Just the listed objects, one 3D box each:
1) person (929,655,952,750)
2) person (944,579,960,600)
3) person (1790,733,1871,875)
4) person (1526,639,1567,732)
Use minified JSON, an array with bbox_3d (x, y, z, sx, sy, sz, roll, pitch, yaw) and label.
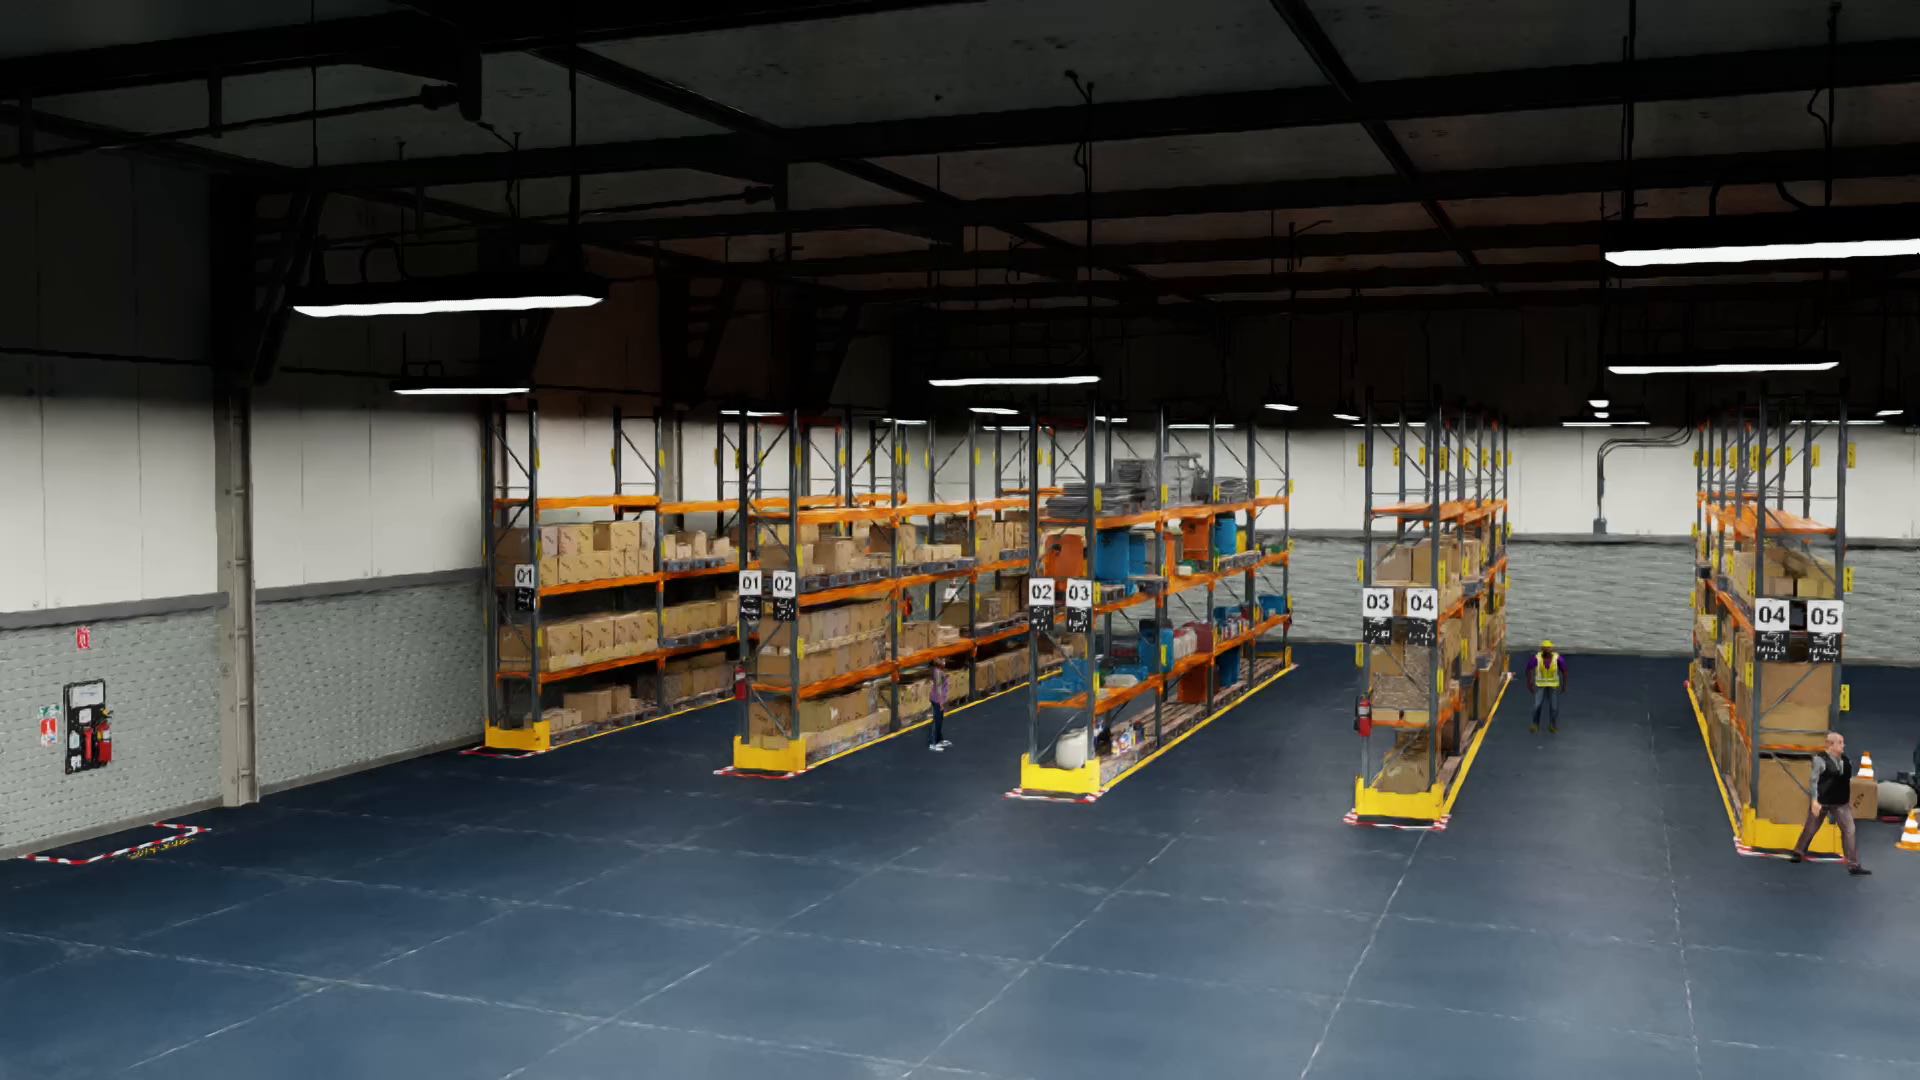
[{"bbox_3d":[-0.334,2.779,28.555,0.419,1.603,0.504,0,3,-6],"label":"person"},{"bbox_3d":[-0.345,1.900,46.219,0.676,1.663,0.505,-1,3,-22],"label":"person"},{"bbox_3d":[10.500,3.165,20.094,0.580,1.695,0.932,0,3,-5],"label":"person"},{"bbox_3d":[10.694,2.656,30.332,0.719,1.714,0.572,1,3,19],"label":"person"}]
